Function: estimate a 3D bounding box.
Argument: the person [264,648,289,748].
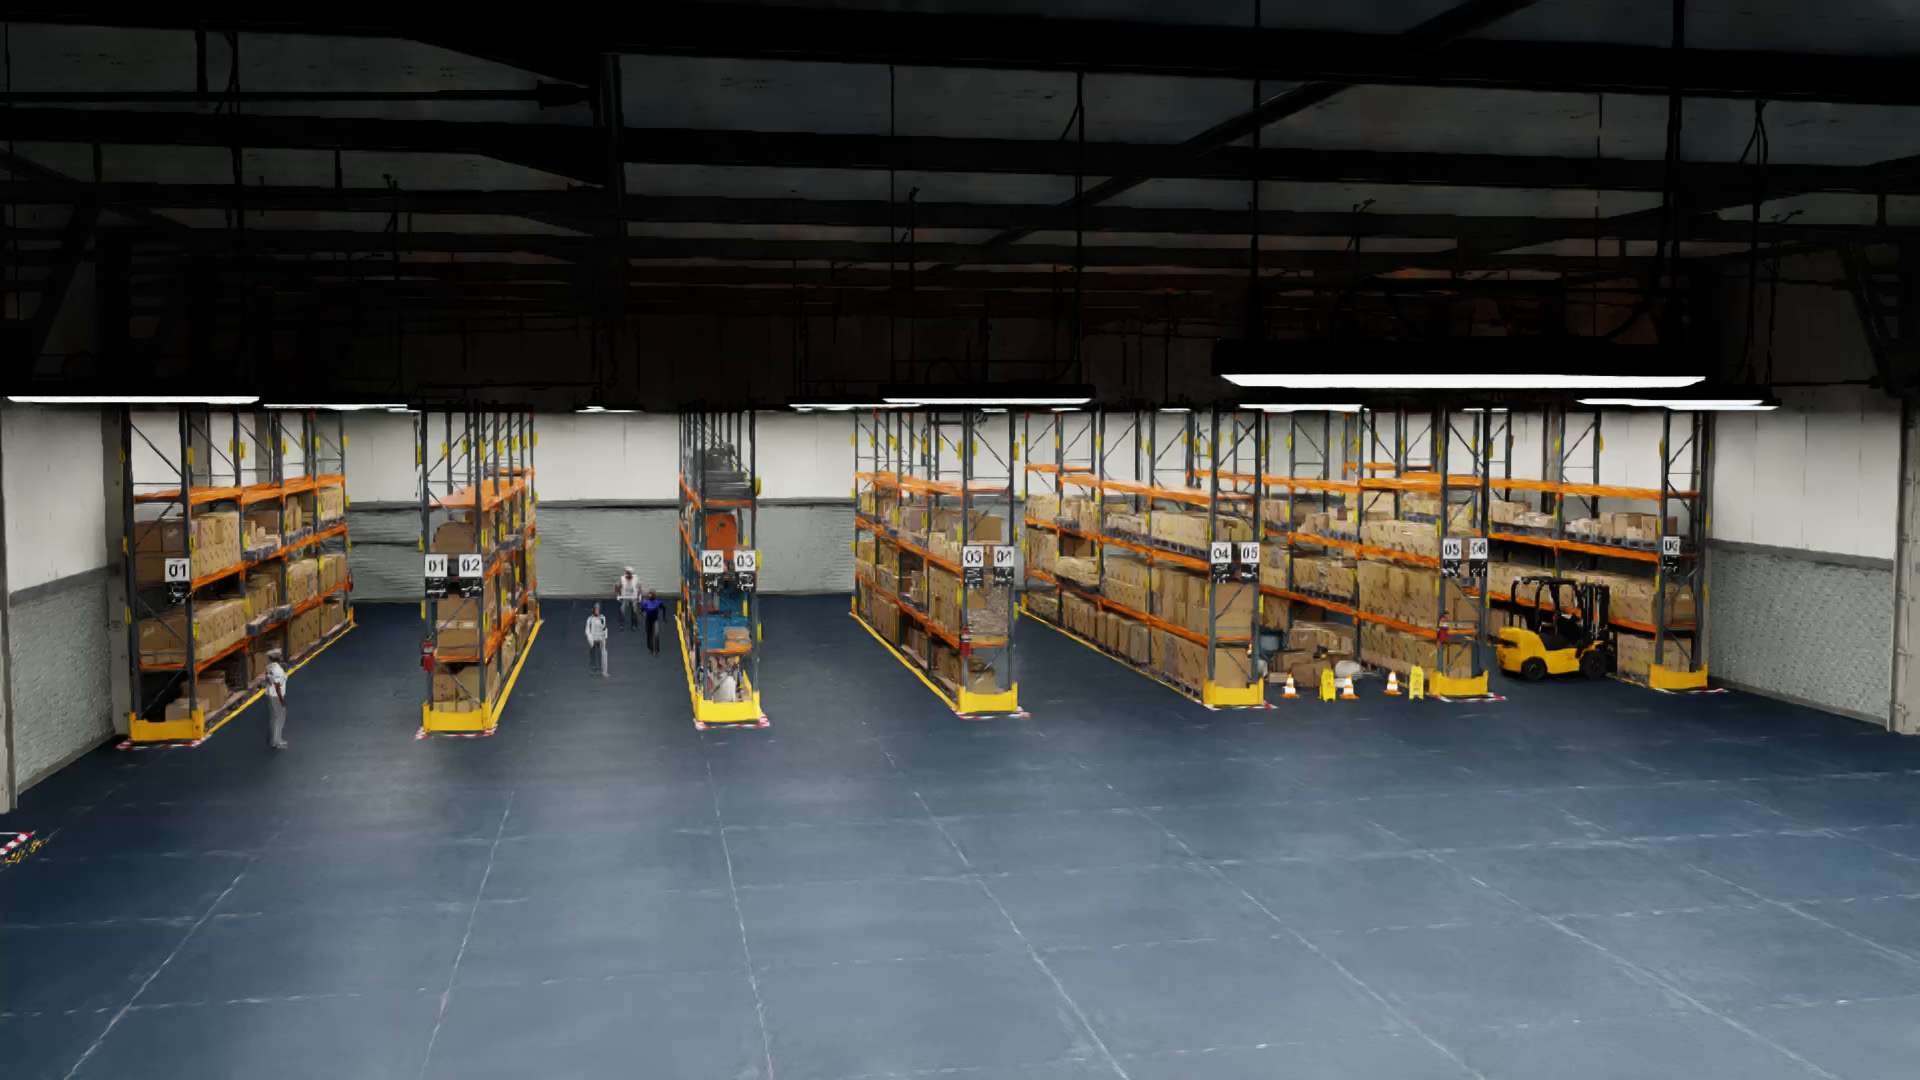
[{"bbox_3d":[-11.801,2.747,28.735,0.370,1.737,0.527,-4,6,-40],"label":"person"}]

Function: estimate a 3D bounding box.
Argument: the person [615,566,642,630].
[{"bbox_3d":[-8.782,1.537,44.114,0.702,1.735,0.549,-1,4,-13],"label":"person"}]

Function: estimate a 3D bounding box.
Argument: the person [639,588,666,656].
[{"bbox_3d":[-7.334,1.941,39.666,0.603,1.584,0.831,0,4,-5],"label":"person"}]

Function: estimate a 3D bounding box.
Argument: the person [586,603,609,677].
[{"bbox_3d":[-7.918,2.166,36.237,0.483,1.612,0.994,-1,5,-19],"label":"person"}]
